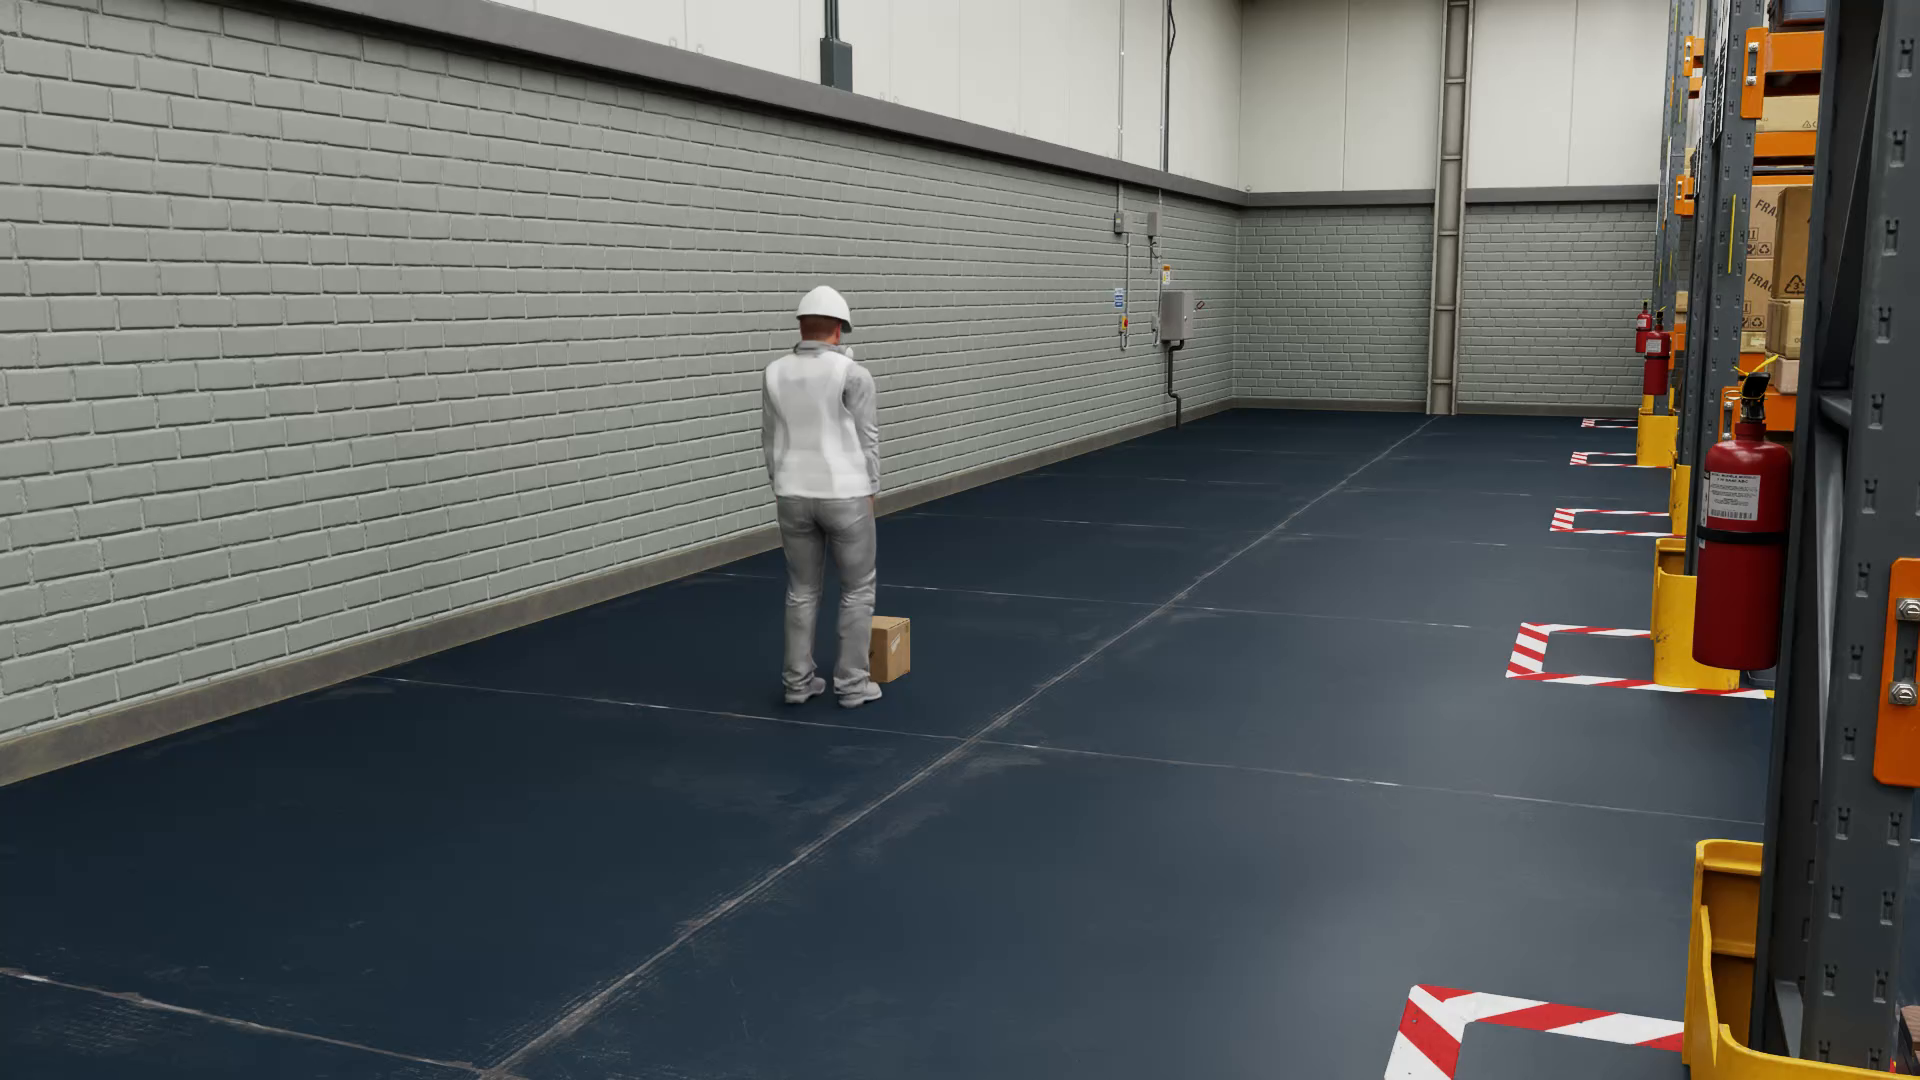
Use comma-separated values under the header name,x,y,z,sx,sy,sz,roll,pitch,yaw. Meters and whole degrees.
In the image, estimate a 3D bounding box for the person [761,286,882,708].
name,x,y,z,sx,sy,sz,roll,pitch,yaw
person,-0.582,-0.182,7.031,0.538,1.760,0.378,4,9,22
